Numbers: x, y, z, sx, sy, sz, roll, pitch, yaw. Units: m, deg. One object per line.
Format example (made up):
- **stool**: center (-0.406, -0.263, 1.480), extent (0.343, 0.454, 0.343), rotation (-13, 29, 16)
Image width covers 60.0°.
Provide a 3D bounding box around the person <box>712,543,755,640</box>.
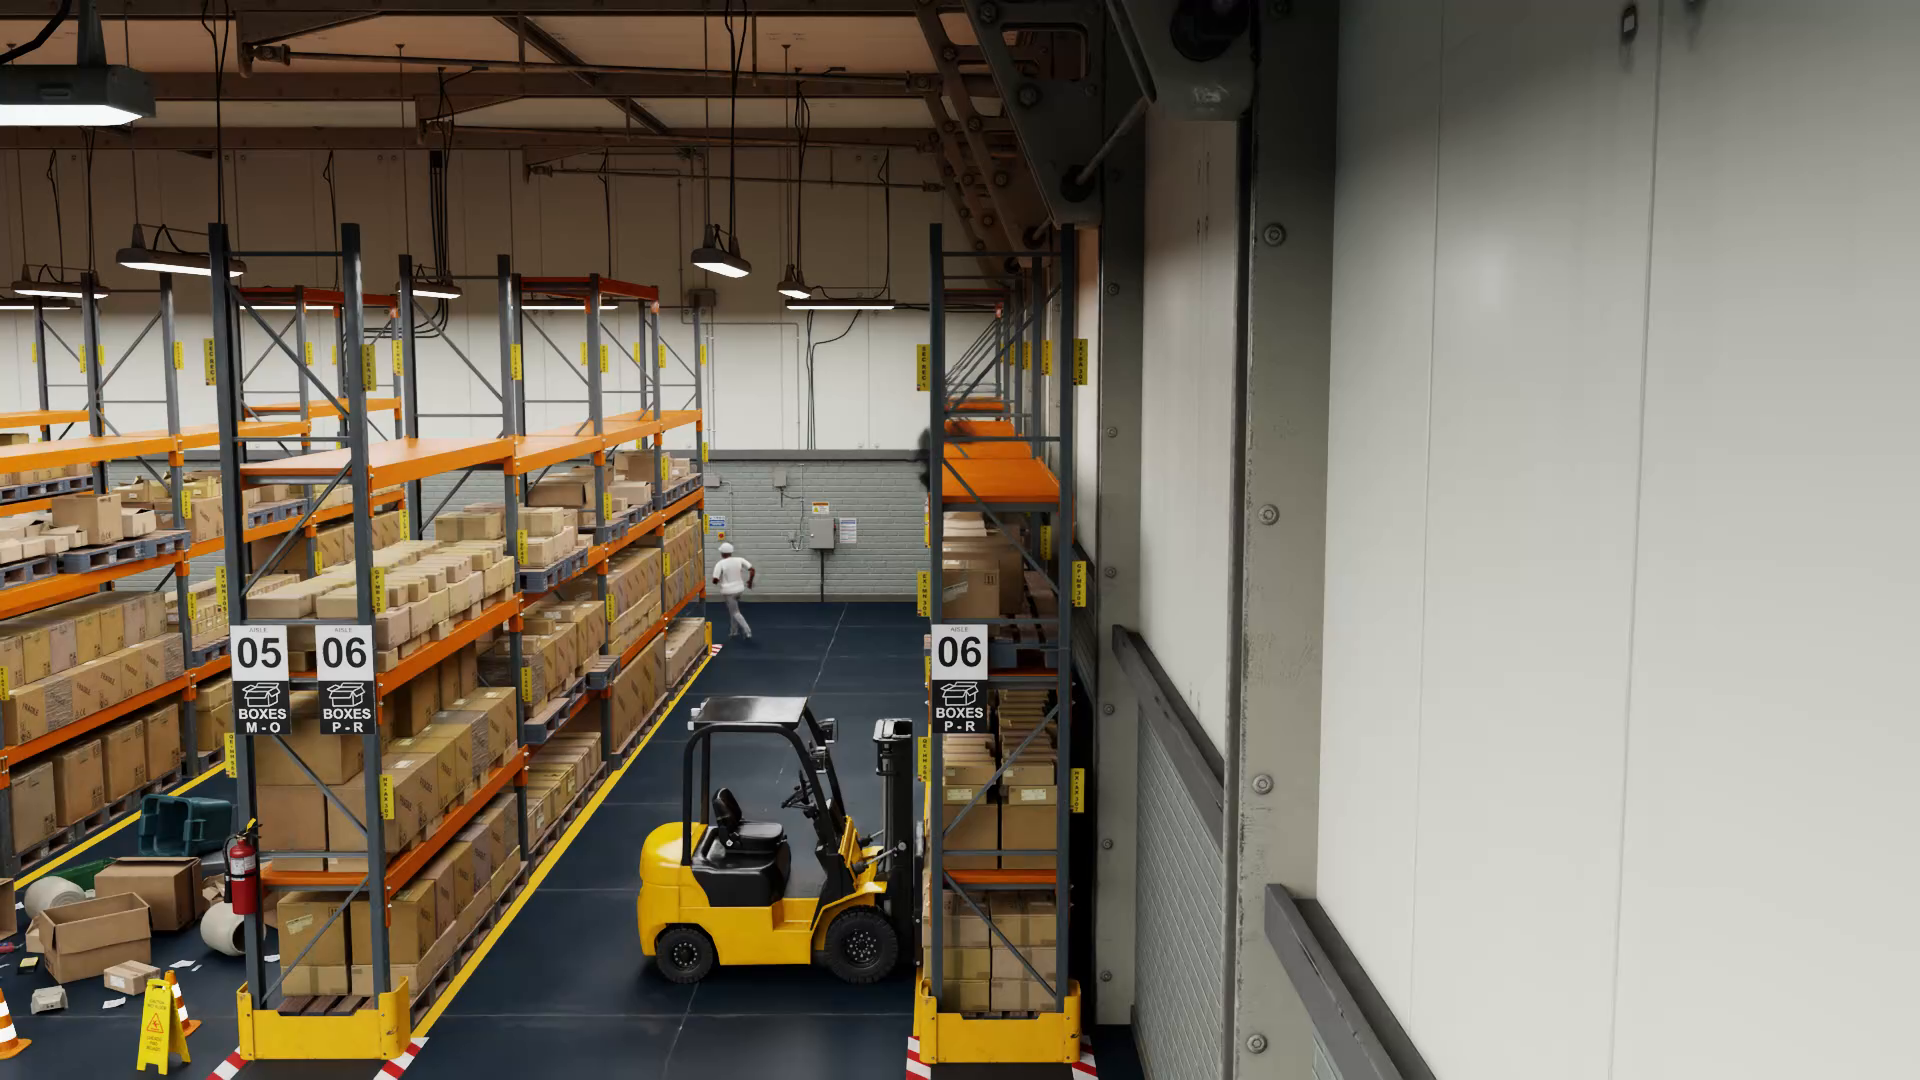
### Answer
- **person**: center (-3.991, 0.912, 28.985), extent (0.740, 1.746, 0.930), rotation (-6, 9, -40)
